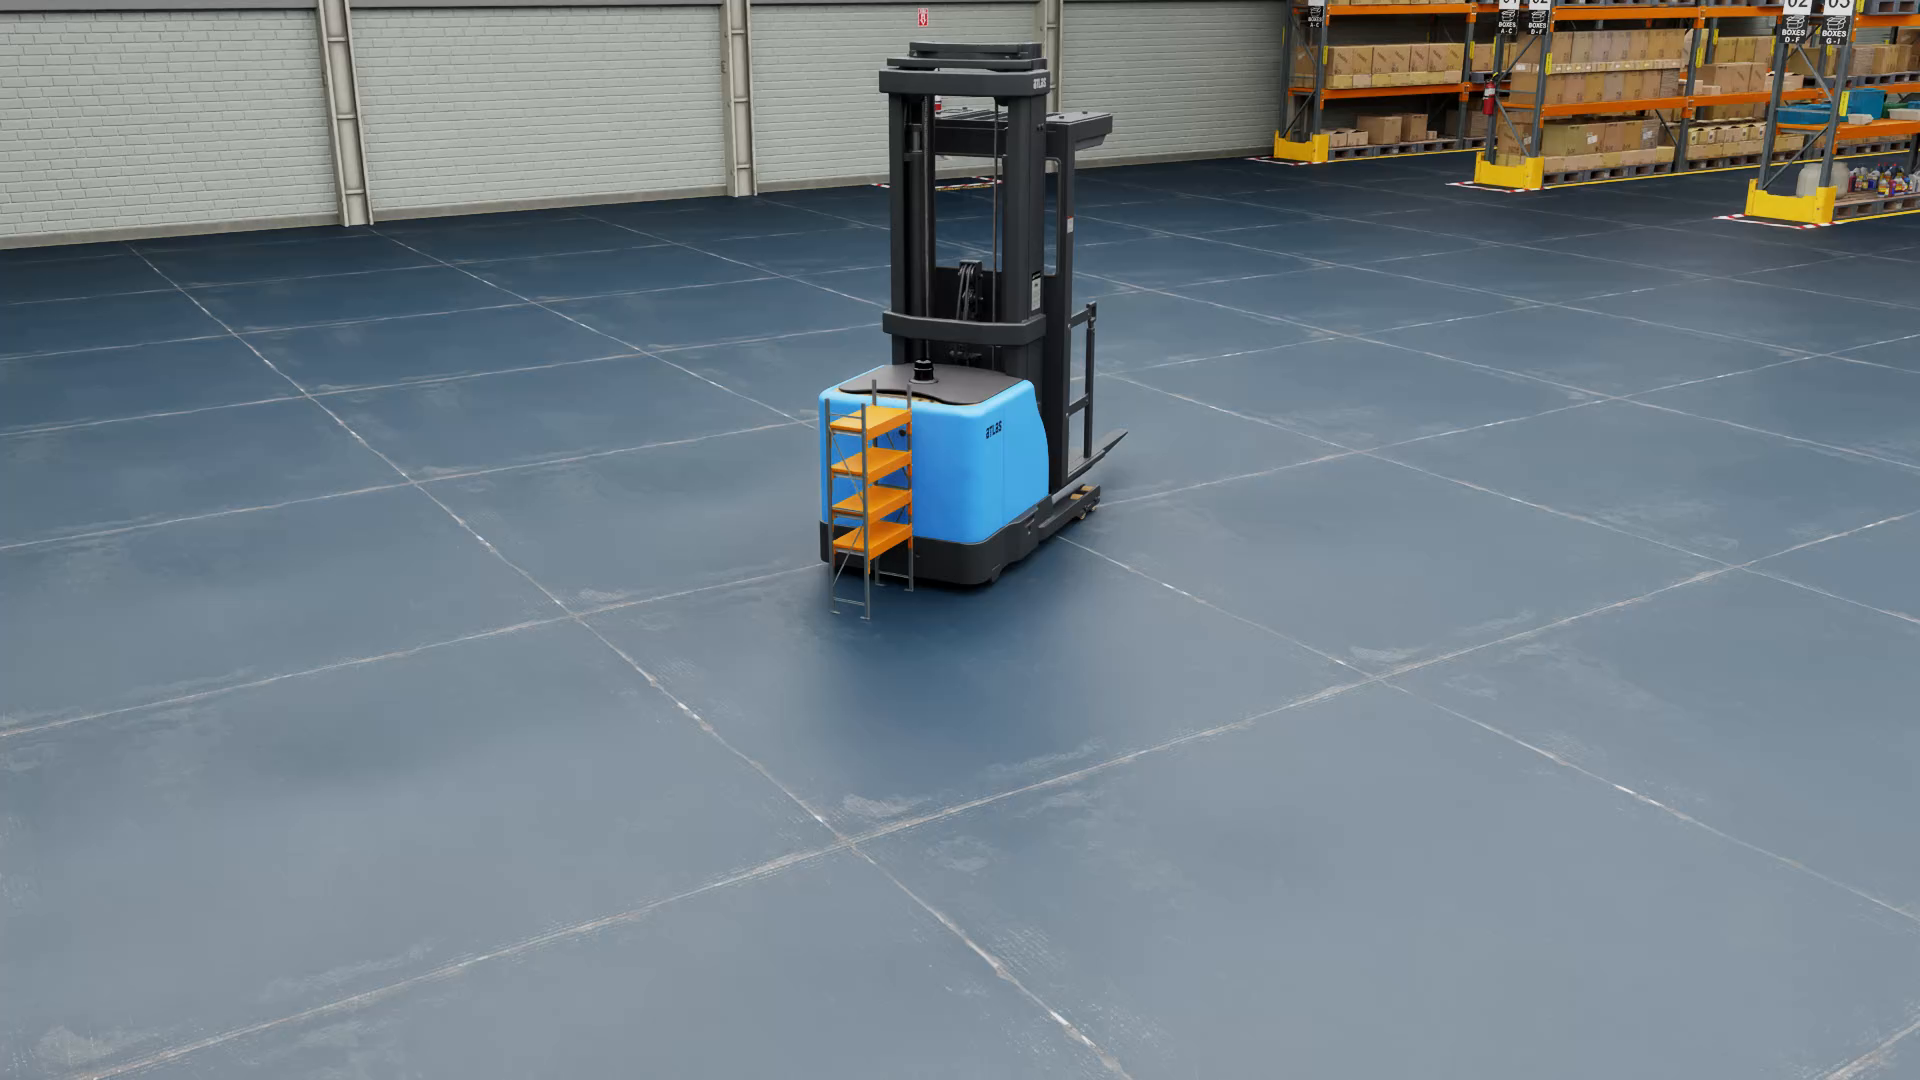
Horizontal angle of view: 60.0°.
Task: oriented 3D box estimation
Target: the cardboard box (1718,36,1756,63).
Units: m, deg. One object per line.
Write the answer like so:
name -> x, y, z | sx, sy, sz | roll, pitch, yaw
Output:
cardboard box -> 17.533, -11.156, 38.092 | 0.700, 0.700, 0.980 | -13, 22, -33

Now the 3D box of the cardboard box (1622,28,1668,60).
cardboard box -> 11.716, -8.555, 28.685 | 0.500, 0.500, 0.700 | -12, 22, -32

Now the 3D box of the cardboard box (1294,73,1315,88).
cardboard box -> 6.720, -8.755, 31.660 | 0.500, 0.250, 0.500 | -12, 22, -31

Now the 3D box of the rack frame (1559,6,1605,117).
rack frame -> 13.118, -10.091, 35.410 | 0.127, 3.000, 1.000 | -12, 22, -31

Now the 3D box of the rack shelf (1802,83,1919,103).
rack shelf -> 17.516, -8.778, 32.650 | 4.000, 0.370, 1.077 | -12, 22, -31

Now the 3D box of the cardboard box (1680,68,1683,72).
cardboard box -> 15.704, -10.404, 36.698 | 0.250, 0.149, 0.380 | -12, 22, -31

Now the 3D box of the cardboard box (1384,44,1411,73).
cardboard box -> 8.278, -9.247, 31.946 | 0.500, 0.500, 0.500 | -11, 22, -30

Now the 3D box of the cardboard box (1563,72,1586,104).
cardboard box -> 9.997, -7.578, 27.819 | 0.500, 0.500, 0.700 | -11, 22, -30

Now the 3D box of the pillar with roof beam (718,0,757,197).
pillar with roof beam -> -1.109, -8.614, 21.672 | 0.400, 9.000, 9.100 | -12, 22, -31

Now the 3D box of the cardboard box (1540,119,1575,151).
cardboard box -> 10.275, -6.963, 28.625 | 0.500, 0.500, 0.500 | -12, 22, -31

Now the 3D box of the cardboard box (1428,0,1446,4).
cardboard box -> 9.062, -10.624, 32.115 | 0.500, 0.500, 0.500 | -14, 23, -36

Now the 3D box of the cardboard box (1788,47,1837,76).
cardboard box -> 16.309, -9.154, 31.827 | 0.700, 0.500, 0.500 | 14, 23, 35

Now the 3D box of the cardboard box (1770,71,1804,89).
cardboard box -> 15.517, -8.672, 31.352 | 0.500, 0.311, 0.500 | -10, 21, -28

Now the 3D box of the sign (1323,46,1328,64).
sign -> 6.735, -8.947, 30.674 | 0.005, 0.325, 0.100 | -12, 22, -31

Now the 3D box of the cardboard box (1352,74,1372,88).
cardboard box -> 7.444, -8.717, 31.548 | 0.500, 0.250, 0.500 | -13, 22, -33

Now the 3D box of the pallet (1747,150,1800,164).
pallet -> 15.136, -7.311, 31.542 | 1.213, 0.211, 1.003 | -12, 22, -31

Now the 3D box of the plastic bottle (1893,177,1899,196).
plastic bottle -> 13.857, -5.244, 24.647 | 0.097, 0.271, 0.097 | 0, 19, 0

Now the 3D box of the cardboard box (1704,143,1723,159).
cardboard box -> 13.405, -7.053, 30.061 | 0.500, 0.250, 0.500 | -11, 22, -30

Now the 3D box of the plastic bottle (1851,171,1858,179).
plastic bottle -> 13.519, -5.453, 25.255 | 0.135, 0.276, 0.152 | -13, 22, -33

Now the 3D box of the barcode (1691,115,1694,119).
barcode -> 12.947, -7.475, 29.389 | 0.075, 0.075, 0.001 | -12, 22, -31

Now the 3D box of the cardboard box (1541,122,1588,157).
cardboard box -> 10.151, -6.733, 27.943 | 0.500, 0.500, 0.500 | -12, 22, -31

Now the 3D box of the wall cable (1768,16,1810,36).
wall cable -> 20.348, -12.460, 40.831 | 1.851, 1.984, 0.084 | -12, 22, -31

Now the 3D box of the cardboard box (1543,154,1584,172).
cardboard box -> 10.150, -6.378, 28.065 | 0.500, 0.250, 0.500 | -12, 22, -31

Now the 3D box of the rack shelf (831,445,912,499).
rack shelf -> -0.485, -0.373, 8.987 | 0.258, 0.148, 0.480 | 9, 21, 26

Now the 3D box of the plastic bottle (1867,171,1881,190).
plastic bottle -> 13.913, -5.480, 25.338 | 0.135, 0.276, 0.152 | -12, 22, -31

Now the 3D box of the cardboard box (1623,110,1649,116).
cardboard box -> 14.539, -9.519, 36.418 | 0.750, 0.750, 0.750 | -12, 22, -32

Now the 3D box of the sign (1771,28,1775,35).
sign -> 19.499, -12.097, 39.869 | 0.005, 0.325, 0.100 | -12, 22, -31

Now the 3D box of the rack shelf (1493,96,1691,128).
rack shelf -> 10.834, -7.369, 28.482 | 4.000, 0.370, 1.077 | -12, 22, -31

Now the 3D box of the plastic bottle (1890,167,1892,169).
plastic bottle -> 14.463, -5.652, 25.844 | 0.135, 0.276, 0.152 | -11, 22, -29

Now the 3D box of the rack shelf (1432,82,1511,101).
rack shelf -> 11.447, -9.398, 34.484 | 4.000, 0.370, 1.077 | -12, 22, -31

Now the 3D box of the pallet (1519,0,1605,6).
pallet -> 9.769, -8.854, 27.207 | 1.213, 0.211, 1.003 | -12, 22, -31

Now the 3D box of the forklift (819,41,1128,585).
forklift -> 0.261, -1.570, 10.312 | 1.130, 2.935, 3.031 | 8, 20, 23

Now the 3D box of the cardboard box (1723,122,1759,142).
cardboard box -> 14.270, -7.502, 30.512 | 0.500, 0.311, 0.500 | -11, 22, -30

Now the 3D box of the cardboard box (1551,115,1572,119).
cardboard box -> 12.545, -8.975, 35.324 | 0.500, 0.500, 0.700 | -12, 22, -31

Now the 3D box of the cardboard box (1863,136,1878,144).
cardboard box -> 17.671, -8.069, 32.644 | 0.500, 0.500, 0.500 | -13, 23, -33

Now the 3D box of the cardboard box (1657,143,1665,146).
cardboard box -> 12.691, -7.109, 30.227 | 0.500, 0.250, 0.500 | -12, 22, -32

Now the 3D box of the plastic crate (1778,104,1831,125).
plastic crate -> 12.138, -6.130, 23.925 | 0.616, 0.251, 0.499 | -12, 22, -31

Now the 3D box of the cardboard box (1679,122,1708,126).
cardboard box -> 13.534, -7.553, 30.664 | 0.500, 0.311, 0.500 | -12, 22, -32

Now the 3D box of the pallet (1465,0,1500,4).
pallet -> 10.351, -10.799, 33.113 | 1.003, 0.211, 1.213 | -12, 22, -31

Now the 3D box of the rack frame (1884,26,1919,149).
rack frame -> 19.186, -9.471, 33.577 | 0.127, 3.000, 1.000 | -12, 22, -31

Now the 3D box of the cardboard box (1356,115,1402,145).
cardboard box -> 8.180, -8.020, 32.501 | 0.500, 0.500, 0.700 | -14, 23, -35

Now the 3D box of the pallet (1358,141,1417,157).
pallet -> 8.216, -7.722, 32.755 | 1.213, 0.211, 1.003 | -12, 22, -31

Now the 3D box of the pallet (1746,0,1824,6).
pallet -> 15.328, -9.955, 30.619 | 1.003, 0.211, 1.213 | -11, 21, -29

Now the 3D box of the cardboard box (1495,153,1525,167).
cardboard box -> 9.449, -6.428, 28.211 | 0.500, 0.250, 0.500 | -12, 22, -31

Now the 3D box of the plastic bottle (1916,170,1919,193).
plastic bottle -> 14.416, -5.409, 25.010 | 0.185, 0.351, 0.144 | -12, 22, -32

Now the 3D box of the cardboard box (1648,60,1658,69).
cardboard box -> 11.751, -8.175, 28.575 | 0.250, 0.149, 0.380 | -12, 22, -32

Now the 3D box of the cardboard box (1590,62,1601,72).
cardboard box -> 10.471, -7.906, 27.778 | 0.250, 0.149, 0.380 | -13, 23, -33

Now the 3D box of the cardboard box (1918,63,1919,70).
cardboard box -> 19.761, -9.536, 33.611 | 0.500, 0.500, 0.500 | -11, 22, -30

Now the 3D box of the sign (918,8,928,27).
sign -> -0.612, -8.678, 27.611 | 0.199, 0.298, 0.001 | -12, 22, -31

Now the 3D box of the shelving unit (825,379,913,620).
shelving unit -> -0.485, -0.225, 9.037 | 0.258, 1.200, 0.503 | 9, 21, 26

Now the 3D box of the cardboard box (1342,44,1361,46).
cardboard box -> 7.568, -9.294, 32.084 | 0.500, 0.500, 0.500 | -13, 22, -33
